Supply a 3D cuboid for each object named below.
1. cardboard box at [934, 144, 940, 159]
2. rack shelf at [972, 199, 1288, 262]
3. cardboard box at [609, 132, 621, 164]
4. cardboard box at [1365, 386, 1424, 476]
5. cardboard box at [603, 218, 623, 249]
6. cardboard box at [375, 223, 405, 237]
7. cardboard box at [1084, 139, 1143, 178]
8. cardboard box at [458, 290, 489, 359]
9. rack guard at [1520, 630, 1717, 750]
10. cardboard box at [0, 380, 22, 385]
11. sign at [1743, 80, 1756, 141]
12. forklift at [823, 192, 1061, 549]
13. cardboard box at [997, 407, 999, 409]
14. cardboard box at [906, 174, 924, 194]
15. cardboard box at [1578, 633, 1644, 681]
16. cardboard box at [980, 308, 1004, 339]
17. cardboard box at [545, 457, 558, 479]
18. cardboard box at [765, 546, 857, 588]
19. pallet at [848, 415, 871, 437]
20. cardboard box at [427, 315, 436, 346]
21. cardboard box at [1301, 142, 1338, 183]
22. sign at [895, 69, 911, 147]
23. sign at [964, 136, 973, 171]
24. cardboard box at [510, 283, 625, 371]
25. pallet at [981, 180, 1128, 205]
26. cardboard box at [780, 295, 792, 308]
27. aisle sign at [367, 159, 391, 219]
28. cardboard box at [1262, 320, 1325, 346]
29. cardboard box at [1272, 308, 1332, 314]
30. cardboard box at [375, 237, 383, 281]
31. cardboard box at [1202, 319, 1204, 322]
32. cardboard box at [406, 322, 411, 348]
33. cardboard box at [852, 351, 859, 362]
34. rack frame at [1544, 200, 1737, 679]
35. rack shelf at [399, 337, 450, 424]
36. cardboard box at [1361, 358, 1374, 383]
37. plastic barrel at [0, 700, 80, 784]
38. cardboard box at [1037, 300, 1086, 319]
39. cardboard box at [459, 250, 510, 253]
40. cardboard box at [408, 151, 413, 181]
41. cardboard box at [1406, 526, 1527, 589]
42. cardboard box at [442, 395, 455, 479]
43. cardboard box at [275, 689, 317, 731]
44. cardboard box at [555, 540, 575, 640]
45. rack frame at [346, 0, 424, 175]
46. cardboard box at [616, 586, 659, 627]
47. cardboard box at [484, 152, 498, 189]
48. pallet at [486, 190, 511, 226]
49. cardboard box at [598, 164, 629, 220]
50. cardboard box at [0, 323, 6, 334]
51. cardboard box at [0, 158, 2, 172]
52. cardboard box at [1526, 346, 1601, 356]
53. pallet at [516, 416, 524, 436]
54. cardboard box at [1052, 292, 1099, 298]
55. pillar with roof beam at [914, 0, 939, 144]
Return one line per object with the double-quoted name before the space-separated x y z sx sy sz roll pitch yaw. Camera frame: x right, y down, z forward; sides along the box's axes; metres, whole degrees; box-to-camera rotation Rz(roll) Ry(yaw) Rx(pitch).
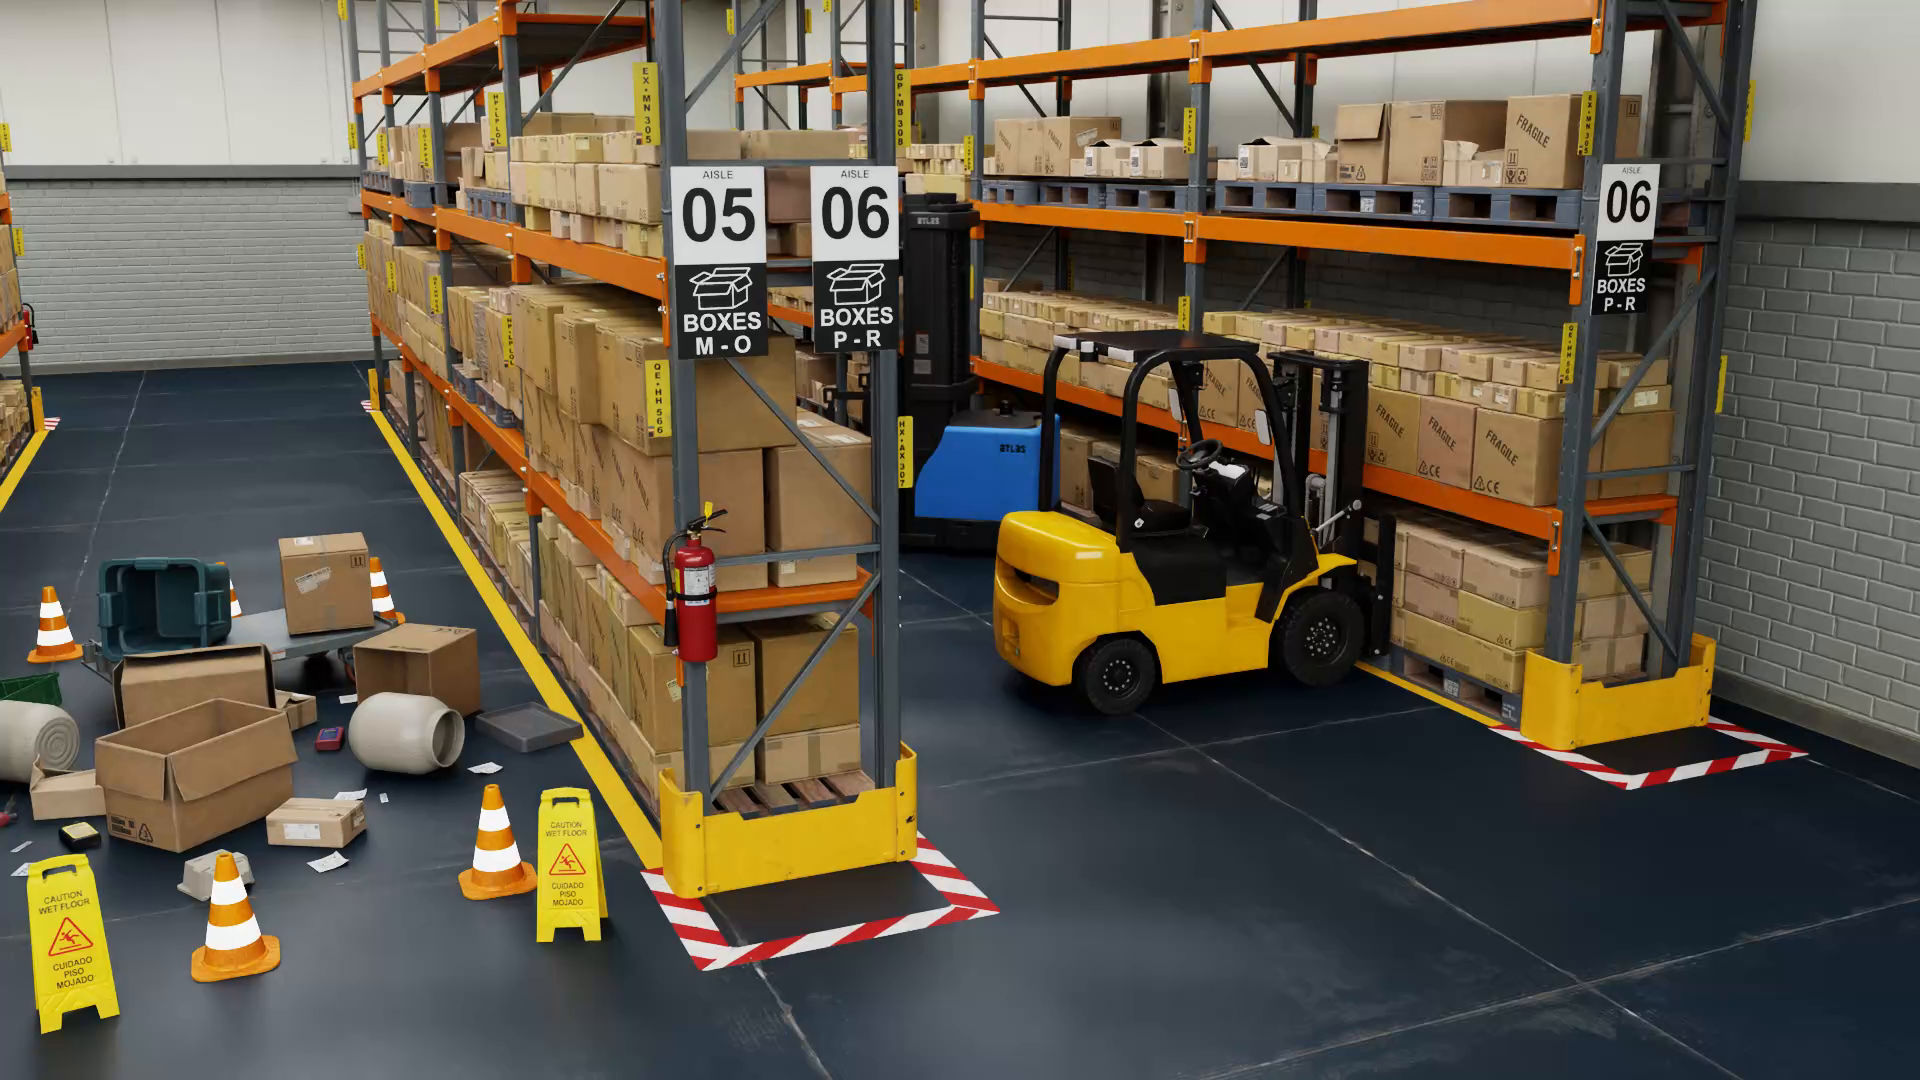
"cardboard box" -0.048 -3.969 17.003 0.380 0.149 0.250 -6 14 -24
"rack shelf" 1.386 -2.724 14.432 1.077 0.370 4.000 -6 14 -23
"cardboard box" -1.496 -1.912 8.113 0.380 0.149 0.250 -6 14 -23
"cardboard box" 2.947 -0.714 10.583 0.500 0.500 0.500 -6 14 -24
"cardboard box" -1.545 -1.524 8.208 0.380 0.149 0.250 -6 14 -23
"cardboard box" -6.695 -3.660 19.652 0.380 0.149 0.250 -6 14 -24
"cardboard box" 1.367 -3.158 13.753 0.500 0.311 0.500 -6 14 -25
"cardboard box" -3.778 -1.755 13.487 0.500 0.500 0.500 -5 14 -20
"rack guard" 3.799 0.849 9.594 1.175 0.500 0.348 -6 14 -23
"cardboard box" -11.217 -1.782 19.487 0.380 0.149 0.250 -5 14 -22
"sign" 4.301 -2.349 9.099 0.100 0.325 0.005 -6 14 -23
"forklift" -0.696 -1.457 14.167 3.031 2.935 1.130 3 13 13
"cardboard box" 0.219 -1.081 17.003 0.500 0.500 0.500 -5 14 -21
"cardboard box" -0.246 -3.706 17.412 0.500 0.250 0.500 -6 14 -23
"cardboard box" 3.772 0.642 10.111 0.500 0.250 0.500 -6 14 -23
"cardboard box" 0.516 -2.081 15.934 0.500 0.250 0.500 -6 14 -23
"cardboard box" -2.378 -0.487 10.380 0.380 0.149 0.250 -5 14 -21
"cardboard box" -0.703 0.109 7.805 0.380 0.149 0.250 -6 14 -23
"pallet" -0.657 -1.330 19.648 1.003 0.211 1.213 -6 14 -23
"cardboard box" -4.597 -1.931 15.284 0.500 0.250 0.500 -6 14 -24
"cardboard box" 2.504 -2.515 11.079 0.396 0.266 0.258 -6 14 -24
"sign" -0.260 -1.861 7.168 0.100 0.325 0.005 -6 14 -23
"sign" 0.087 -3.691 15.868 0.100 0.325 0.005 -6 14 -23
"cardboard box" -2.382 -1.322 10.328 0.700 0.500 0.500 -6 14 -24
"pallet" 0.939 -3.264 15.587 1.213 0.211 1.003 -5 14 -20
"cardboard box" -2.145 -3.141 21.847 0.380 0.149 0.250 -5 14 -22
"aisle sign" -7.461 -4.486 21.333 0.394 0.787 0.004 -6 14 -23
"cardboard box" 2.350 -1.457 11.693 0.380 0.149 0.250 -5 14 -22
"cardboard box" 2.592 -1.671 12.619 0.380 0.149 0.250 -6 14 -23
"cardboard box" -6.607 -3.327 19.652 0.500 0.500 0.500 -6 14 -23
"cardboard box" 2.184 -1.717 13.477 0.380 0.149 0.250 -6 14 -25
"cardboard box" -5.421 -2.109 17.164 0.500 0.250 0.500 -6 14 -24
"cardboard box" -1.062 -2.208 19.773 0.380 0.149 0.250 -6 14 -24
"rack frame" 3.790 -0.374 9.333 1.000 3.000 0.127 -6 14 -23
"rack shelf" -4.763 -1.640 16.400 1.077 0.370 4.000 -6 14 -23
"cardboard box" 2.840 -1.108 10.842 0.380 0.149 0.250 -6 14 -23
"plastic barrel" -4.994 1.068 8.818 0.512 0.421 0.421 4 14 16
"cardboard box" 0.922 -2.091 15.092 0.380 0.149 0.250 -5 14 -22
"cardboard box" -4.756 -2.658 16.761 0.500 0.500 0.500 -5 14 -21
"cardboard box" -4.834 -3.431 15.256 0.396 0.266 0.258 -6 14 -24
"cardboard box" 3.109 0.102 10.226 0.500 0.250 0.500 -5 14 -22
"cardboard box" -4.516 -1.082 16.173 0.875 0.875 0.875 -5 14 -22
"cardboard box" -3.999 0.943 9.707 0.396 0.266 0.258 6 14 26
"cardboard box" -2.145 0.274 10.036 0.500 0.500 0.500 -5 14 -21
"rack frame" -7.166 -6.153 20.999 1.000 3.000 0.127 -6 14 -23
"cardboard box" -1.525 0.317 8.413 0.380 0.149 0.250 -5 14 -21
"cardboard box" -3.127 -2.662 11.969 0.500 0.250 0.500 -5 14 -22
"pallet" -2.509 -2.258 11.239 1.213 0.211 1.003 -6 14 -23
"cardboard box" -1.397 -1.645 7.844 0.500 0.250 0.500 -6 14 -24
"cardboard box" -10.890 -2.385 18.581 0.380 0.149 0.250 -6 14 -25
"cardboard box" -11.244 -4.322 18.964 0.500 0.250 0.500 -6 14 -25
"cardboard box" 3.658 -1.083 10.075 0.380 0.149 0.250 -5 14 -22
"pallet" -2.532 -0.829 11.724 1.003 0.211 1.213 -6 14 -23
"cardboard box" 1.108 -2.299 15.989 0.380 0.149 0.250 -5 14 -21
"pillar with roof beam" -4.415 -5.612 18.662 9.100 9.000 0.400 -6 14 -23
